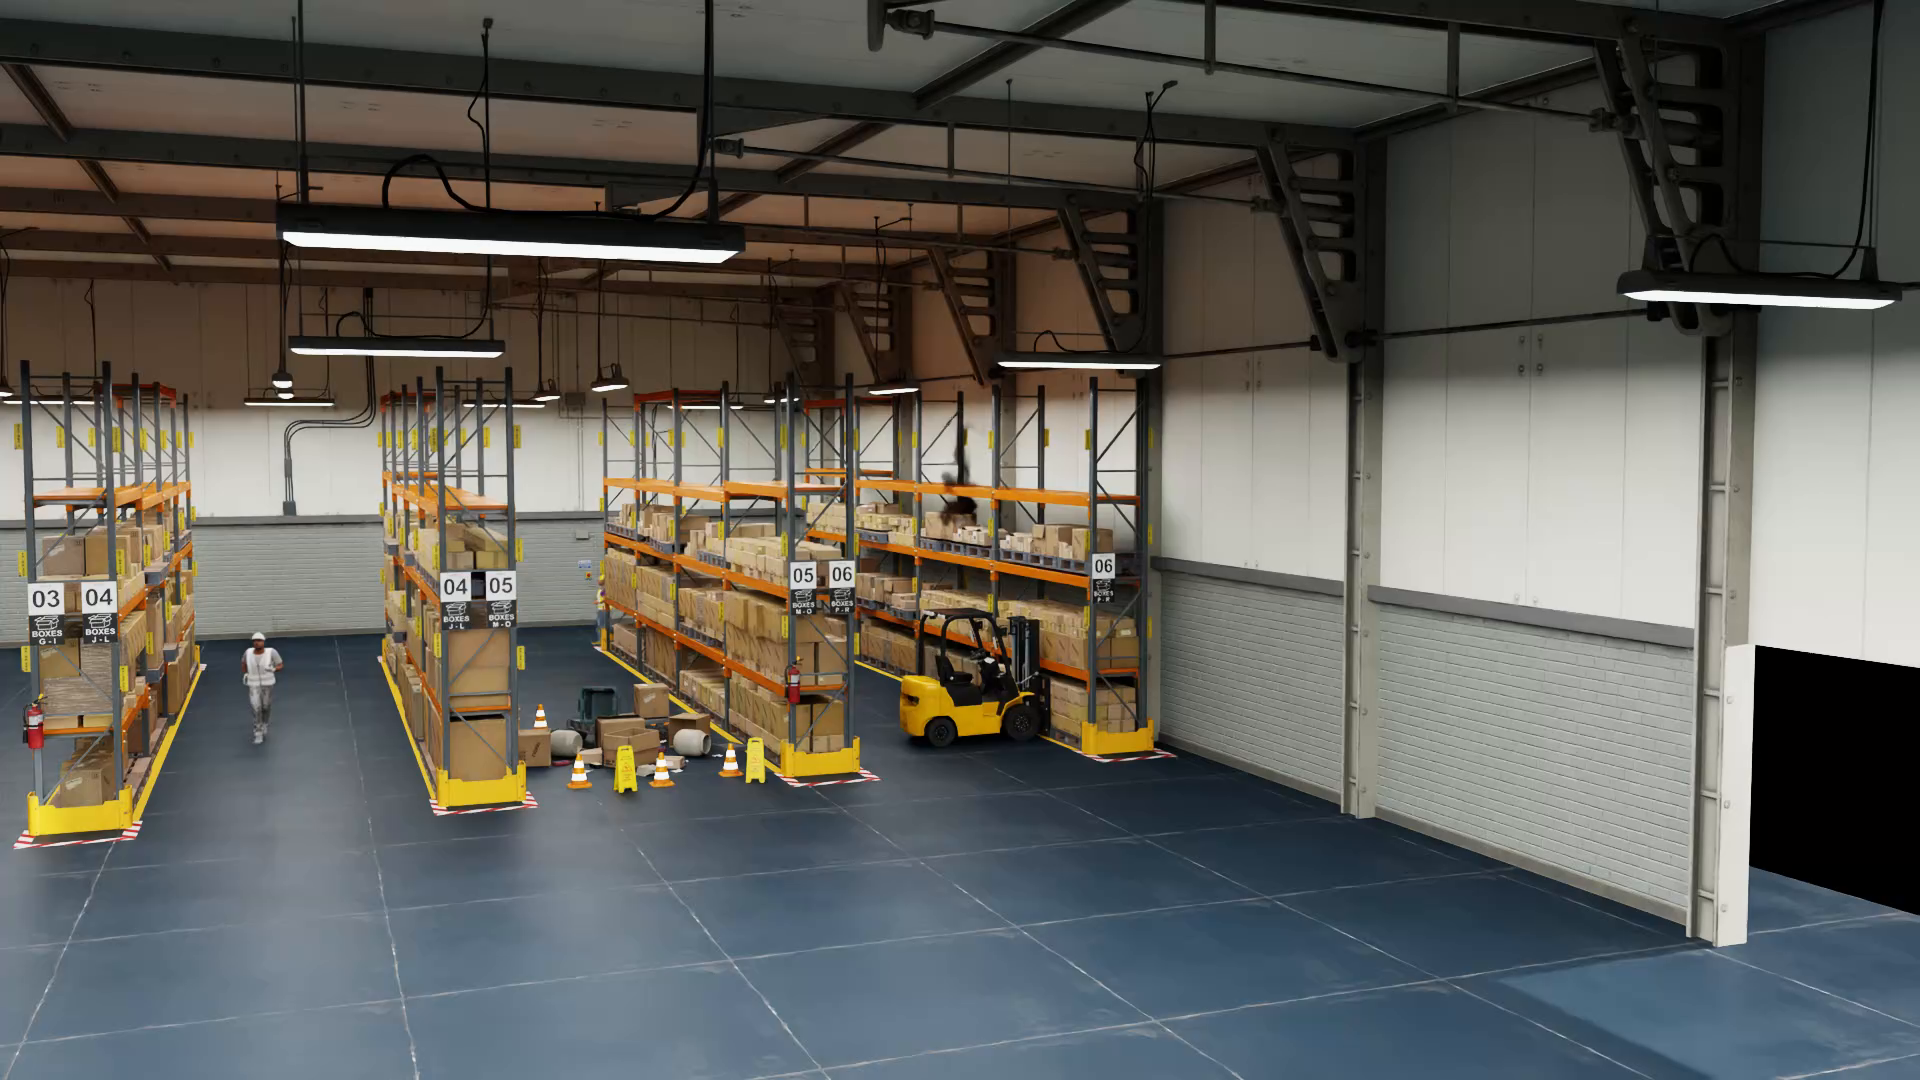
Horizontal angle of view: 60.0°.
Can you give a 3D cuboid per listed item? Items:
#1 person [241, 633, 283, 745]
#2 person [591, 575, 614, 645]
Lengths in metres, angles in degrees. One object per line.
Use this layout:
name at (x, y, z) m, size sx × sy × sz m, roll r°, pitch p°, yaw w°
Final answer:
person at (-11.624, 2.437, 27.713) m, size 0.661 × 1.808 × 0.922 m, roll -1°, pitch 4°, yaw -21°
person at (-8.624, 1.697, 40.536) m, size 0.747 × 1.735 × 0.703 m, roll -1°, pitch 4°, yaw -17°
